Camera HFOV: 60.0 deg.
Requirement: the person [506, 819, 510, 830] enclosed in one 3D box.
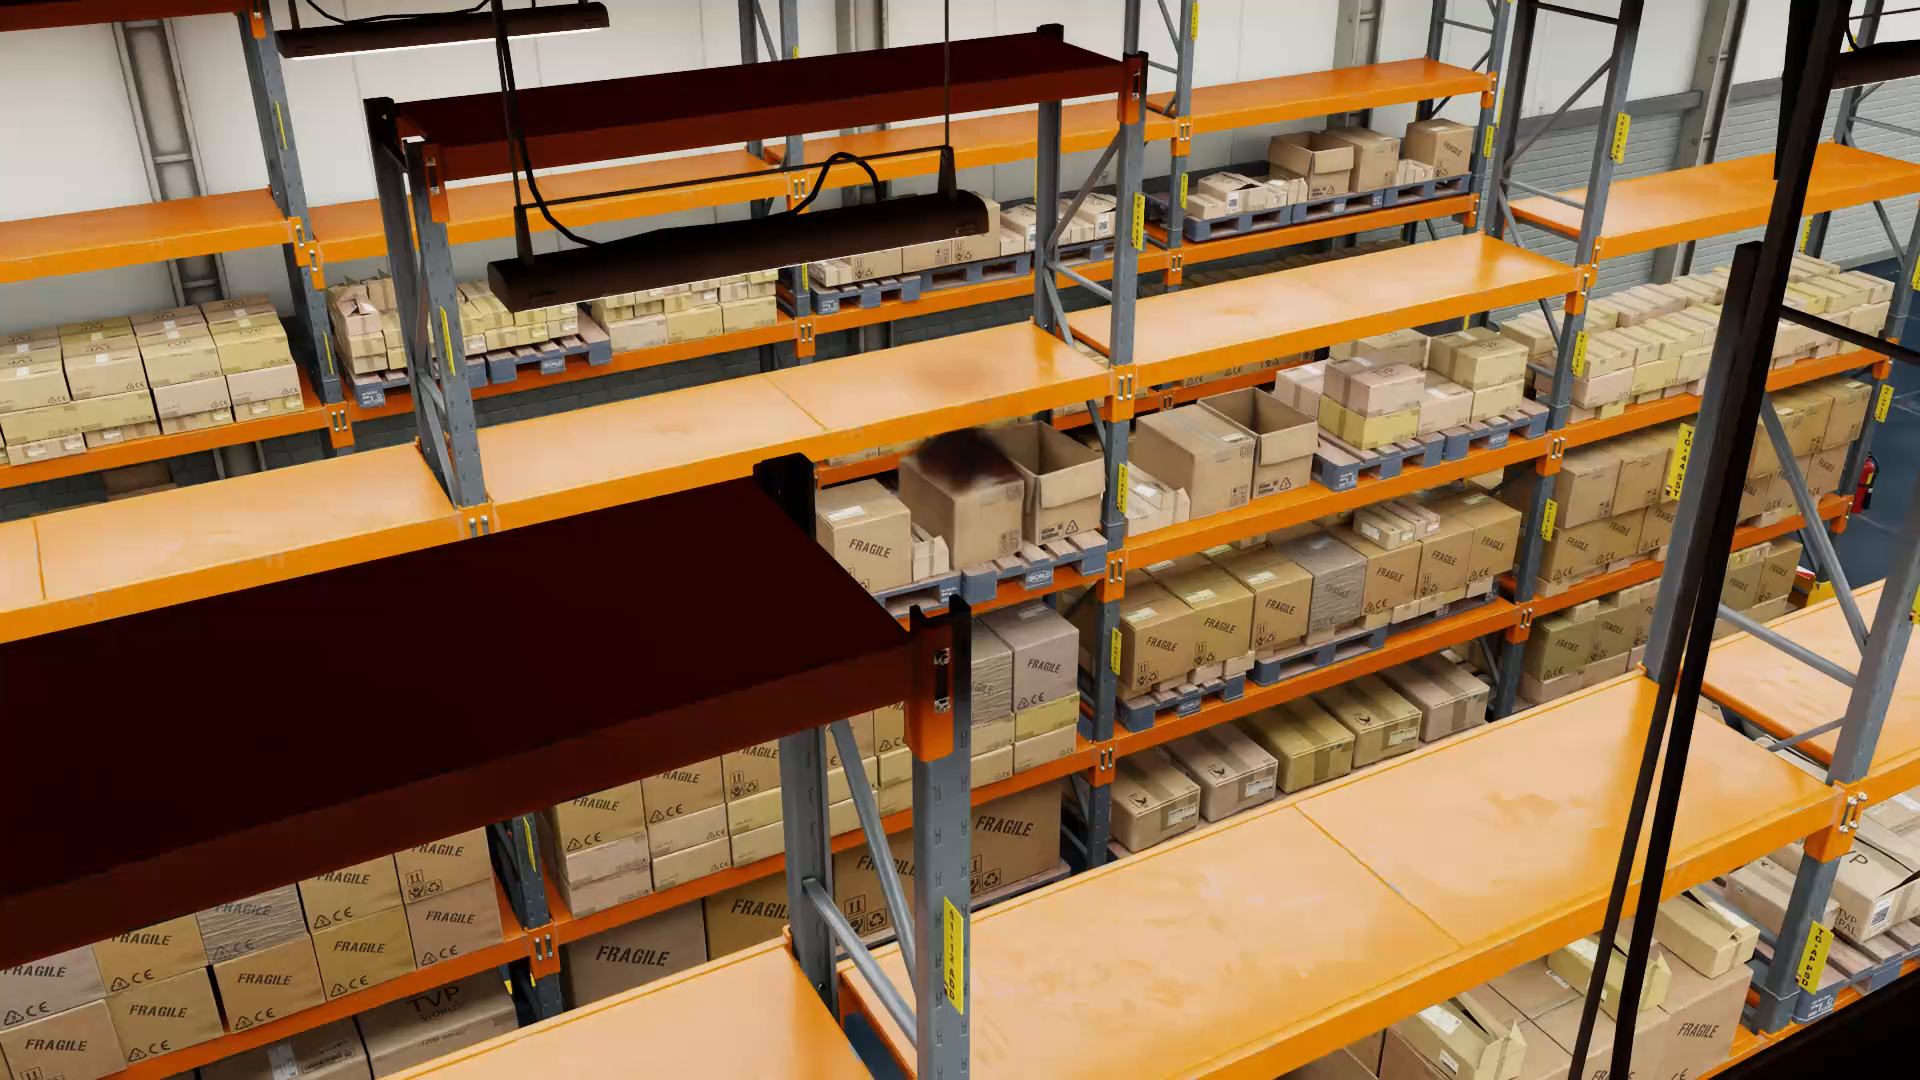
[{"bbox_3d":[-3.115,1.599,12.109,1.074,1.727,0.544,-2,28,-5],"label":"person"}]
